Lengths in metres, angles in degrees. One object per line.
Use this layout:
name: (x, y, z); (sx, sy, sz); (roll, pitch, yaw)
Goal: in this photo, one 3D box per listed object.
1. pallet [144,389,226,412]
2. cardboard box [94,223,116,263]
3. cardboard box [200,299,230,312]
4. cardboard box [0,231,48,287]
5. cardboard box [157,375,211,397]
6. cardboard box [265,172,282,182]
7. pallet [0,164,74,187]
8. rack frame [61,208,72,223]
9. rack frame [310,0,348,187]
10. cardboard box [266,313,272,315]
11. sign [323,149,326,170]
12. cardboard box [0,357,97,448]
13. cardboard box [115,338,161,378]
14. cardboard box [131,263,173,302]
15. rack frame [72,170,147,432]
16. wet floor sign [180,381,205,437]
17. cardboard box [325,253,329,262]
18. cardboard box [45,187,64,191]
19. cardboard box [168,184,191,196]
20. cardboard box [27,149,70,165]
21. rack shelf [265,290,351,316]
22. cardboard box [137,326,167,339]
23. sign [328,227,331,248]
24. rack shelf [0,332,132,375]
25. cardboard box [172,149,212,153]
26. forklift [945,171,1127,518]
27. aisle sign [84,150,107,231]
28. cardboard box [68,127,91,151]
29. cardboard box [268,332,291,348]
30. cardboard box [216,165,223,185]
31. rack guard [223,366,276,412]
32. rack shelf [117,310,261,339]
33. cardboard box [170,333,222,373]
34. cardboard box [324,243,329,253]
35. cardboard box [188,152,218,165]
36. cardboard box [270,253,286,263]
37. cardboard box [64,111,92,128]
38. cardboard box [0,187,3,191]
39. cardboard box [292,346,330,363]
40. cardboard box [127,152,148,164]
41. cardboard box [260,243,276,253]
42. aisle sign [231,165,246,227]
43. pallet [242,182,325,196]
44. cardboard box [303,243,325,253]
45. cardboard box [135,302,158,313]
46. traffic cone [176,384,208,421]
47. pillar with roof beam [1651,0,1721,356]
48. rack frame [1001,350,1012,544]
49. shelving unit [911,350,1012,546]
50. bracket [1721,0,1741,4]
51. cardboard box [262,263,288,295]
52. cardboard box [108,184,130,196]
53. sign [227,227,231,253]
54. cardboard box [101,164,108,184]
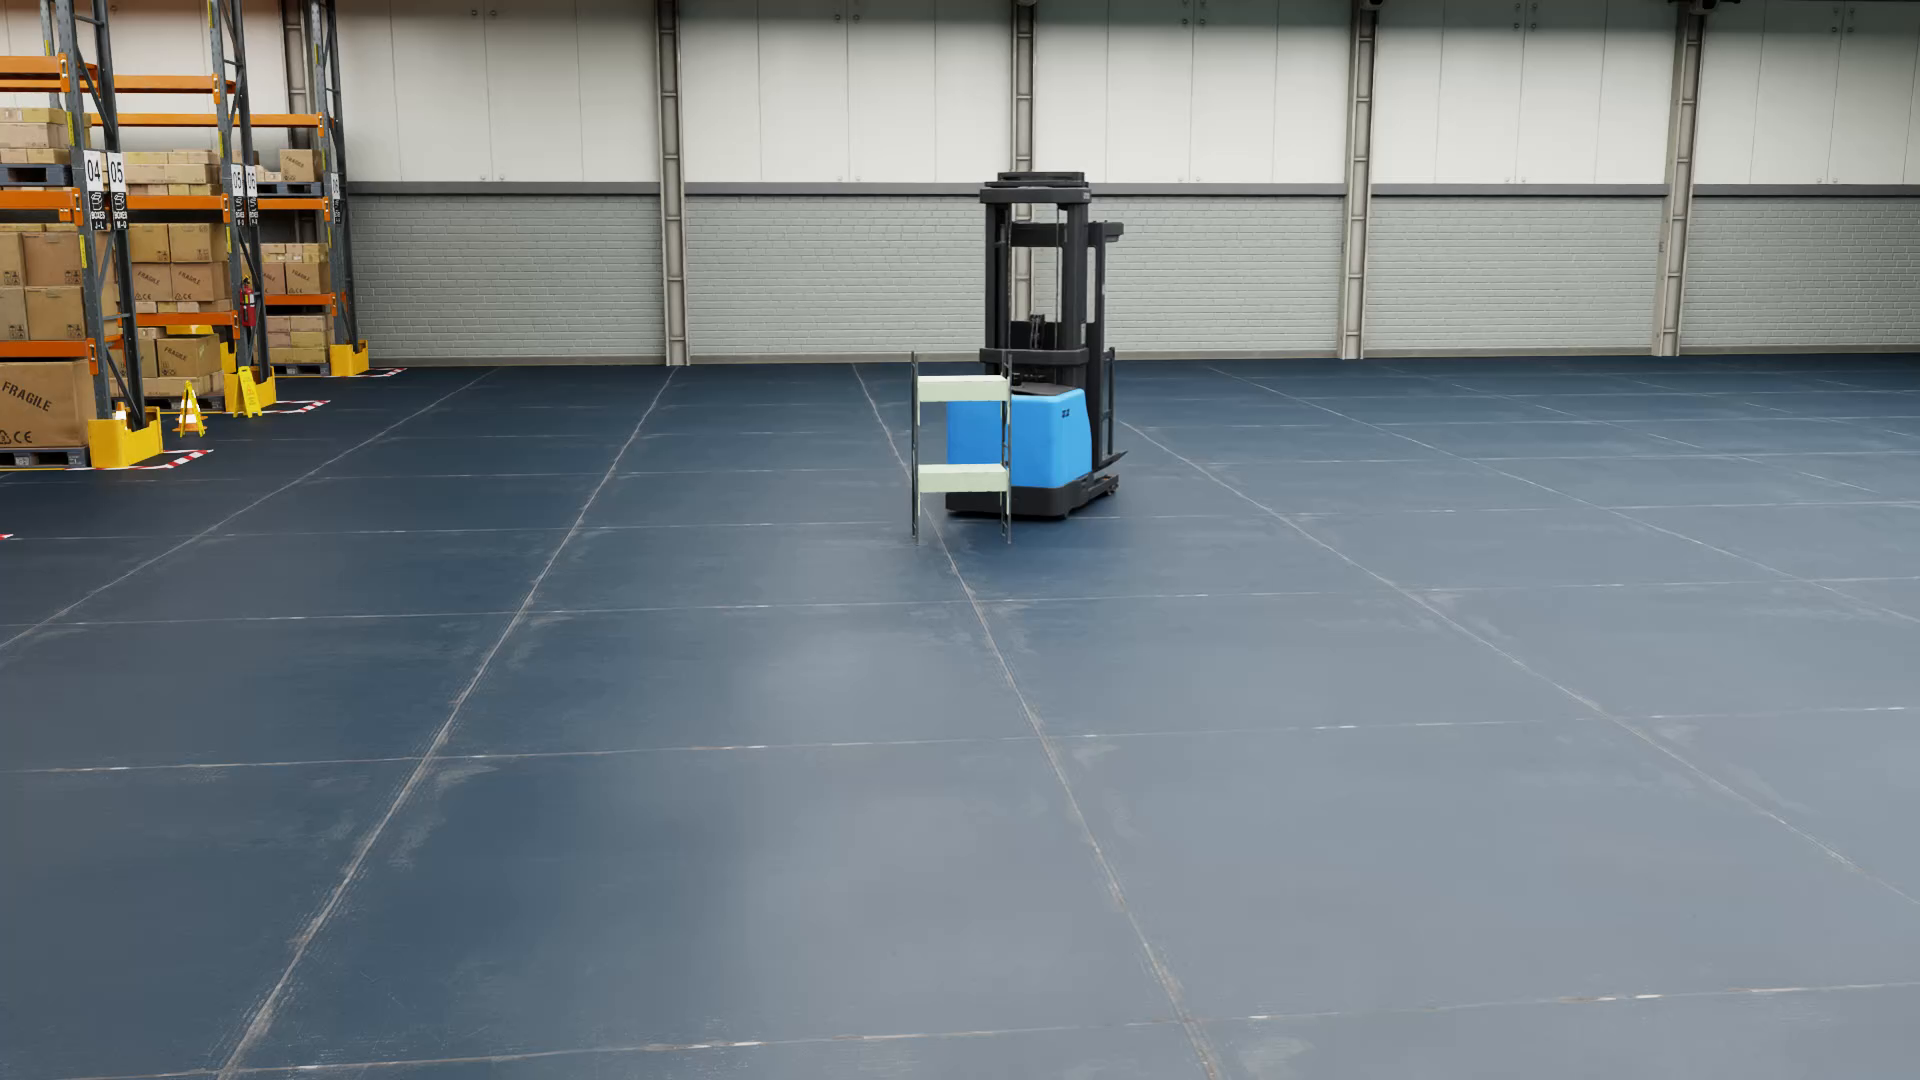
pallet: (-10.402, -1.892, 22.447); (1.213, 0.211, 1.003); (-1, 11, -6)
cardboard box: (-10.999, -3.866, 21.635); (0.500, 0.500, 0.700); (-1, 11, -7)
cardboard box: (-9.864, -3.100, 22.014); (0.250, 0.149, 0.380); (-1, 11, -4)
cardboard box: (-9.790, -2.899, 17.151); (0.550, 0.550, 0.875); (-1, 11, -6)
cardboard box: (-10.313, -2.060, 22.112); (0.500, 0.250, 0.500); (-1, 11, -6)
cardboard box: (-10.846, -5.752, 26.380); (0.250, 0.149, 0.380); (-2, 11, -8)
pallet: (-9.616, -3.736, 17.050); (1.213, 0.211, 1.003); (-1, 11, -6)
rack frame: (-14.031, -4.141, 26.656); (0.127, 3.000, 1.000); (-1, 11, -6)
rack frame: (-10.055, -7.168, 26.501); (0.127, 3.000, 1.000); (-1, 11, -6)
cardboard box: (-11.548, -3.579, 27.242); (0.500, 0.250, 0.500); (-1, 11, -6)
sign: (-10.010, -5.987, 26.181); (0.005, 0.325, 0.100); (-1, 11, -6)
cardboard box: (-9.547, -1.462, 17.448); (0.875, 0.875, 0.875); (-1, 11, -6)
cardboard box: (-10.802, -2.419, 21.992); (0.500, 0.500, 0.500); (-1, 11, -4)
cardboard box: (-10.523, -3.394, 21.825); (0.500, 0.500, 0.500); (-1, 11, -6)
rack frame: (-8.880, -2.325, 17.420); (0.127, 3.000, 1.000); (-1, 11, -6)
wet floor sign: (-9.065, -1.550, 19.582); (0.232, 0.644, 0.267); (-3, 12, -16)
cardboard box: (-10.420, -4.634, 27.224); (0.250, 0.149, 0.380); (-1, 11, -8)
cardboard box: (-11.619, -4.529, 21.505); (0.250, 0.149, 0.380); (-1, 11, -6)
cardboard box: (-10.083, -4.548, 21.604); (0.250, 0.149, 0.380); (-1, 11, -6)
cardboard box: (-9.174, -3.857, 16.739); (0.250, 0.149, 0.380); (-1, 11, -6)
rack shelf: (-12.043, -3.830, 26.937); (4.000, 0.370, 1.077); (-1, 11, -6)
cardboard box: (-10.641, -2.728, 21.884); (0.250, 0.149, 0.380); (-1, 11, -4)
sign: (-10.010, -4.804, 26.414); (0.005, 0.325, 0.100); (-1, 11, -6)
rack shelf: (-10.868, -1.931, 17.277); (4.000, 0.370, 1.077); (-1, 11, -6)
cardboard box: (-12.083, -5.939, 26.410); (0.637, 0.503, 0.797); (-1, 11, -4)
forklift: (0.853, -1.872, 15.292); (1.130, 2.935, 3.031); (4, 12, 20)
aisle sign: (-8.777, -3.545, 16.884); (0.004, 0.787, 0.394); (-1, 11, -6)
cardboard box: (-9.387, -4.164, 17.265); (0.500, 0.250, 0.500); (-1, 11, -6)
cardboard box: (-11.005, -3.248, 26.857); (0.500, 0.250, 0.500); (-1, 11, -7)
cardboard box: (-10.044, -4.857, 22.141); (0.500, 0.250, 0.500); (-1, 11, -7)
rack guard: (-9.590, -2.044, 22.471); (0.348, 0.500, 1.175); (-1, 11, -6)
rack shelf: (-11.503, -2.878, 22.095); (4.000, 0.370, 1.077); (-1, 11, -6)
cardboard box: (-10.370, -2.533, 22.571); (0.500, 0.500, 0.500); (-2, 11, -8)
cardboard box: (-10.412, -4.772, 27.151); (0.250, 0.149, 0.380); (-1, 11, -7)
cardboard box: (-9.819, -4.949, 21.572); (0.250, 0.149, 0.380); (-1, 11, -6)
cardboard box: (-10.885, -4.526, 26.673); (0.250, 0.149, 0.380); (-1, 11, -5)
cardboard box: (-9.246, -4.374, 17.303); (0.250, 0.149, 0.380); (-1, 11, -5)
cardboard box: (-12.401, -4.516, 21.438); (0.250, 0.149, 0.380); (-1, 11, -4)
cardboard box: (-10.488, -3.011, 26.946); (0.500, 0.250, 0.500); (-1, 11, -6)
cardboard box: (-10.589, -4.946, 21.561); (0.250, 0.149, 0.380); (-1, 11, -6)
cardboard box: (-11.143, -4.677, 26.671); (0.250, 0.149, 0.380); (-1, 11, -6)
aisle sign: (-9.422, -4.494, 21.711); (0.004, 0.787, 0.394); (-1, 11, -6)
pallet: (-10.760, -5.643, 26.749); (1.213, 0.211, 1.003); (-1, 11, -6)
cardboard box: (-10.388, -4.690, 26.735); (0.250, 0.149, 0.380); (-1, 11, -6)
cardboard box: (-10.613, -3.061, 21.816); (0.250, 0.149, 0.380); (-1, 11, -5)
traffic cone: (-9.803, -1.771, 21.179); (0.334, 0.463, 0.336); (-1, 11, -6)
pillar with roof beam: (13.480, -7.001, 25.650); (0.548, 9.000, 9.100); (-1, 11, -6)
rack frame: (0.371, -0.744, 13.263); (0.023, 1.500, 0.400); (-1, 11, -6)
shelving unit: (0.007, -0.736, 13.224); (0.755, 1.500, 0.431); (-1, 11, -6)
bracket: (13.466, -9.533, 29.200); (0.430, 0.232, 0.235); (-1, 11, -6)
cardboard box: (-11.032, -4.204, 26.716); (0.500, 0.500, 0.500); (-1, 11, -4)
cardboard box: (-10.853, -4.543, 21.574); (0.250, 0.149, 0.380); (-1, 11, -7)
sign: (-9.475, -3.889, 21.552); (0.005, 0.325, 0.100); (-1, 11, -6)
cardboard box: (-11.010, -4.732, 21.505); (0.500, 0.250, 0.500); (-1, 11, -4)
